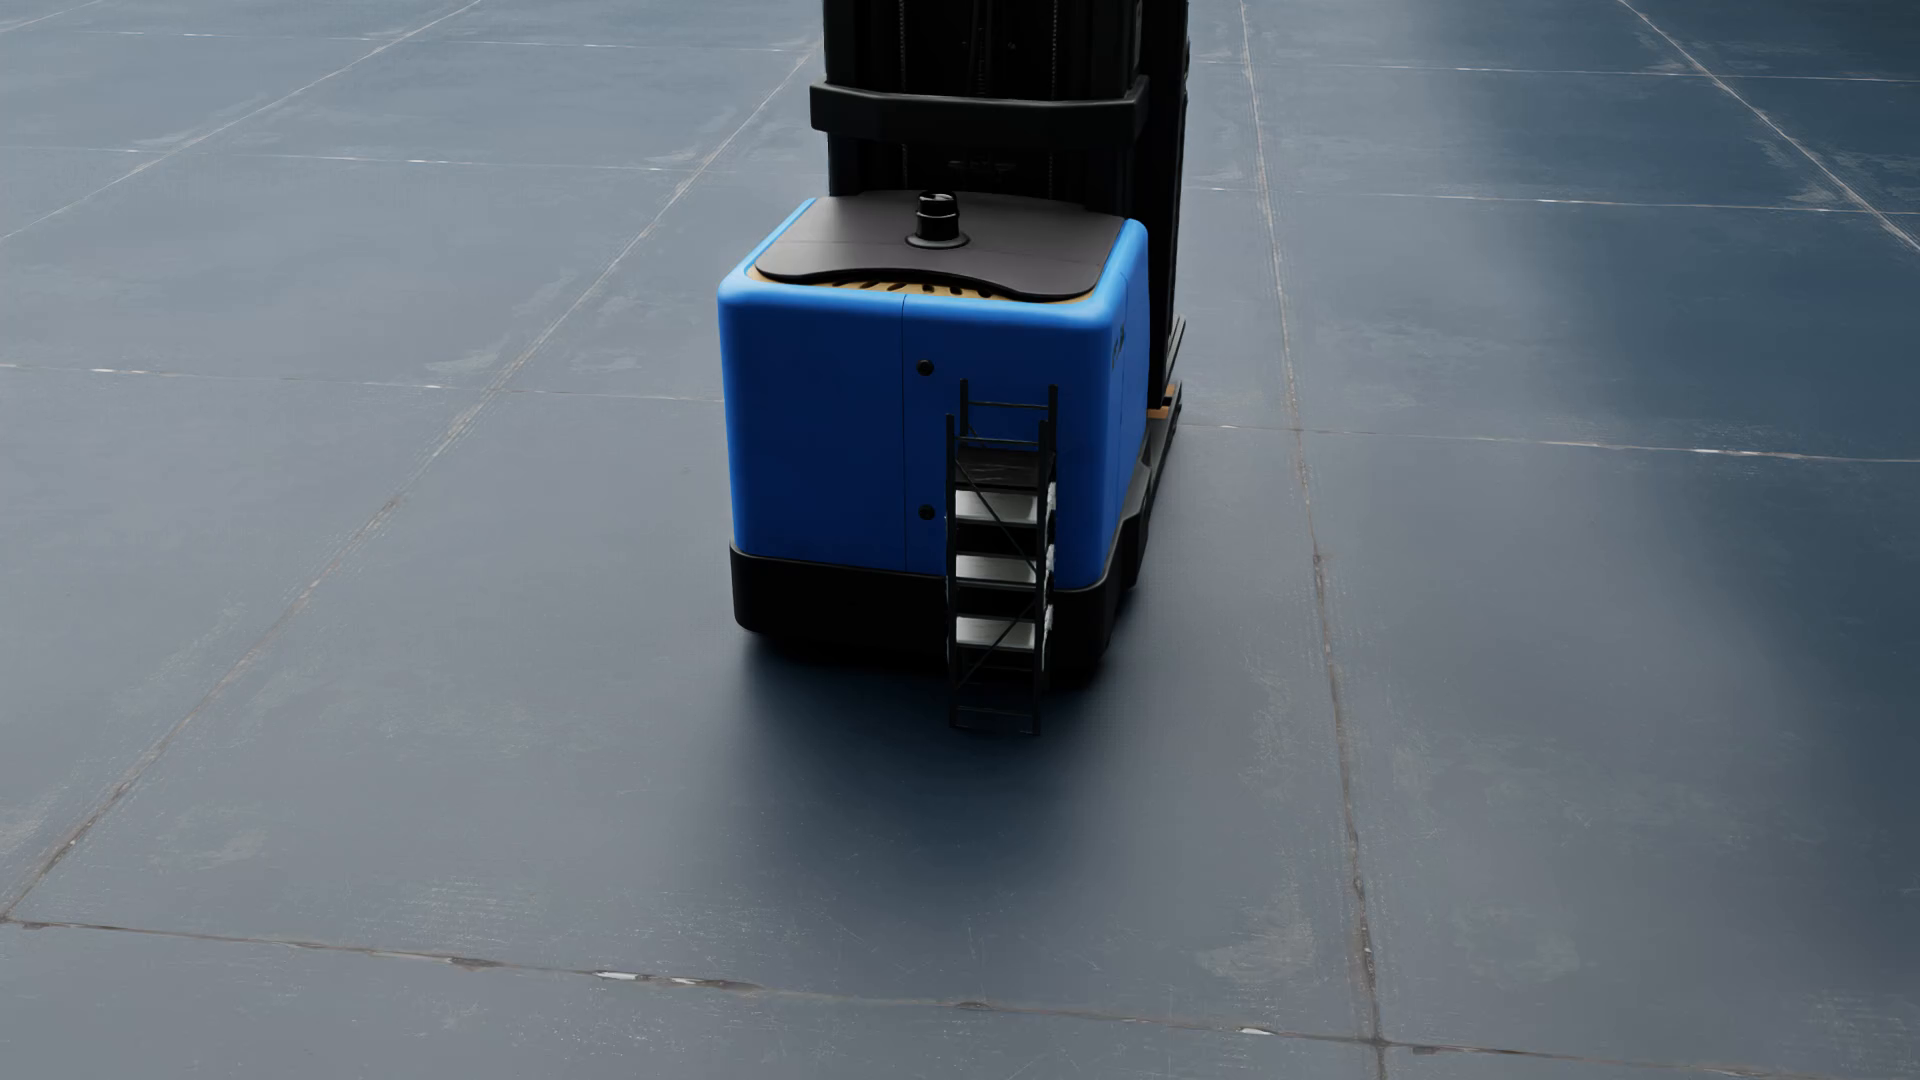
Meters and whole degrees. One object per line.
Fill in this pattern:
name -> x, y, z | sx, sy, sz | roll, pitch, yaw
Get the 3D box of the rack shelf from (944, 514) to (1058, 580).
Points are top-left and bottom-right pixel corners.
rack shelf -> 0.104, 0.006, 4.165 | 0.258, 0.077, 0.200 | 4, 30, 8

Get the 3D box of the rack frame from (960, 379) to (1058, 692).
rack frame -> 0.121, 0.006, 4.280 | 0.240, 0.900, 0.006 | 4, 30, 8

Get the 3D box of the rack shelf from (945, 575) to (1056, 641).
rack shelf -> 0.105, 0.163, 4.253 | 0.258, 0.077, 0.200 | 4, 30, 8

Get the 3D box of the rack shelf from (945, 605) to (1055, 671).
rack shelf -> 0.105, 0.241, 4.298 | 0.258, 0.077, 0.200 | 4, 30, 8

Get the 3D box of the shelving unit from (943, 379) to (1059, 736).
shelving unit -> 0.104, 0.056, 4.193 | 0.258, 0.900, 0.210 | 4, 30, 8

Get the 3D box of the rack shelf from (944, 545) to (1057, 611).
rack shelf -> 0.105, 0.085, 4.209 | 0.258, 0.077, 0.200 | 4, 30, 8

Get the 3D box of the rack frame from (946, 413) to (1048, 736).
rack frame -> 0.088, 0.105, 4.105 | 0.240, 0.900, 0.006 | 4, 30, 8

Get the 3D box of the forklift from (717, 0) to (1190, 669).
forklift -> 0.185, -1.625, 5.177 | 1.130, 2.935, 3.031 | 6, 29, 11

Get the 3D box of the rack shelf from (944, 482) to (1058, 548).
rack shelf -> 0.104, -0.072, 4.120 | 0.258, 0.077, 0.200 | 4, 30, 8

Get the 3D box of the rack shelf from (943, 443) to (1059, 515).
rack shelf -> 0.103, -0.150, 4.076 | 0.258, 0.077, 0.200 | 4, 30, 8
